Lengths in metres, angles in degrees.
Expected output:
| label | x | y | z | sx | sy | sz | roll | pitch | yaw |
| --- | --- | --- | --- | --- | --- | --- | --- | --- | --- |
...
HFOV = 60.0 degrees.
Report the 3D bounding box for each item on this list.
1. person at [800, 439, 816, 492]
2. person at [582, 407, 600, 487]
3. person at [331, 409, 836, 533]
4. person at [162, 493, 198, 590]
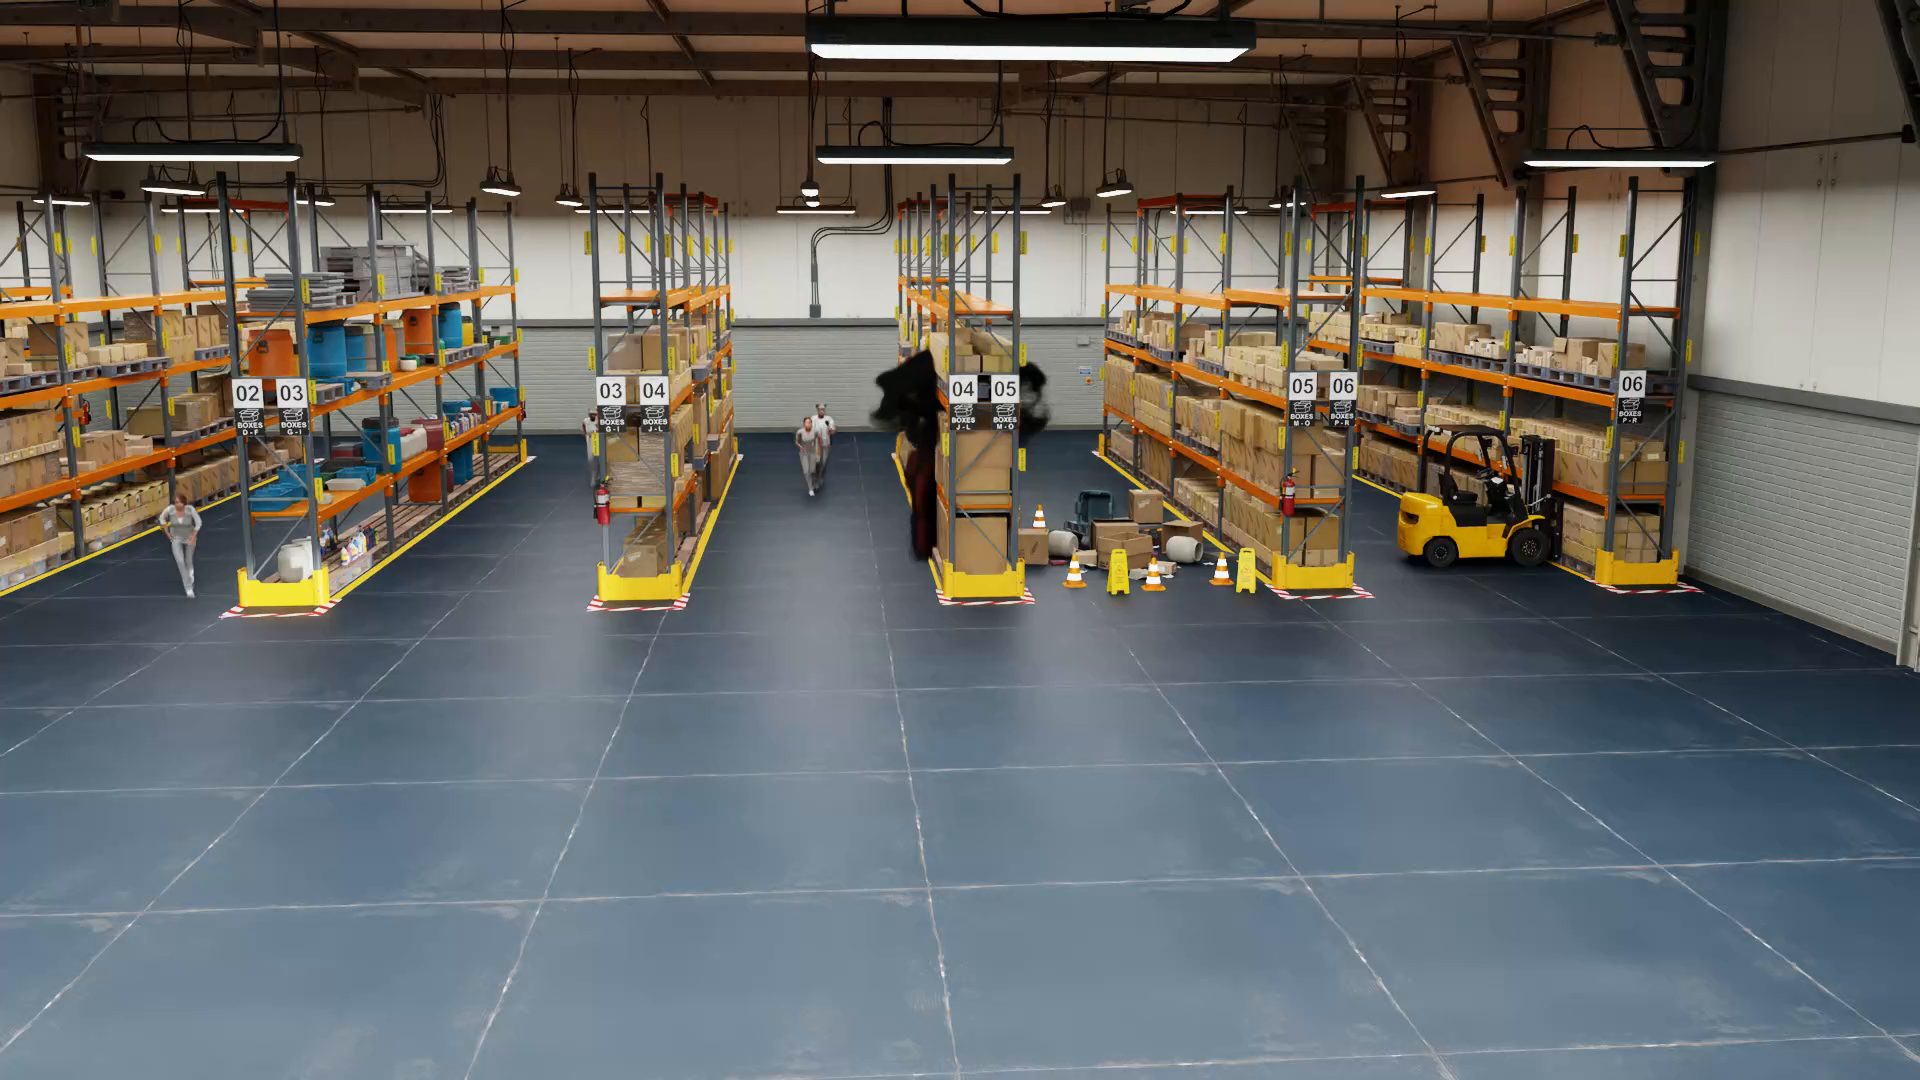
| label | x | y | z | sx | sy | sz | roll | pitch | yaw |
| --- | --- | --- | --- | --- | --- | --- | --- | --- | --- |
| person | -3.100 | -1.538 | 33.944 | 0.340 | 1.097 | 0.520 | -1 | 10 | -6 |
| person | -7.737 | -2.008 | 35.391 | 0.577 | 1.696 | 0.944 | -1 | 10 | -5 |
| person | -6.420 | -1.342 | 30.916 | 9.461 | 1.593 | 6.507 | -3 | 10 | -15 |
| person | -11.312 | -0.016 | 24.186 | 0.520 | 1.432 | 0.860 | -3 | 11 | -19 |
